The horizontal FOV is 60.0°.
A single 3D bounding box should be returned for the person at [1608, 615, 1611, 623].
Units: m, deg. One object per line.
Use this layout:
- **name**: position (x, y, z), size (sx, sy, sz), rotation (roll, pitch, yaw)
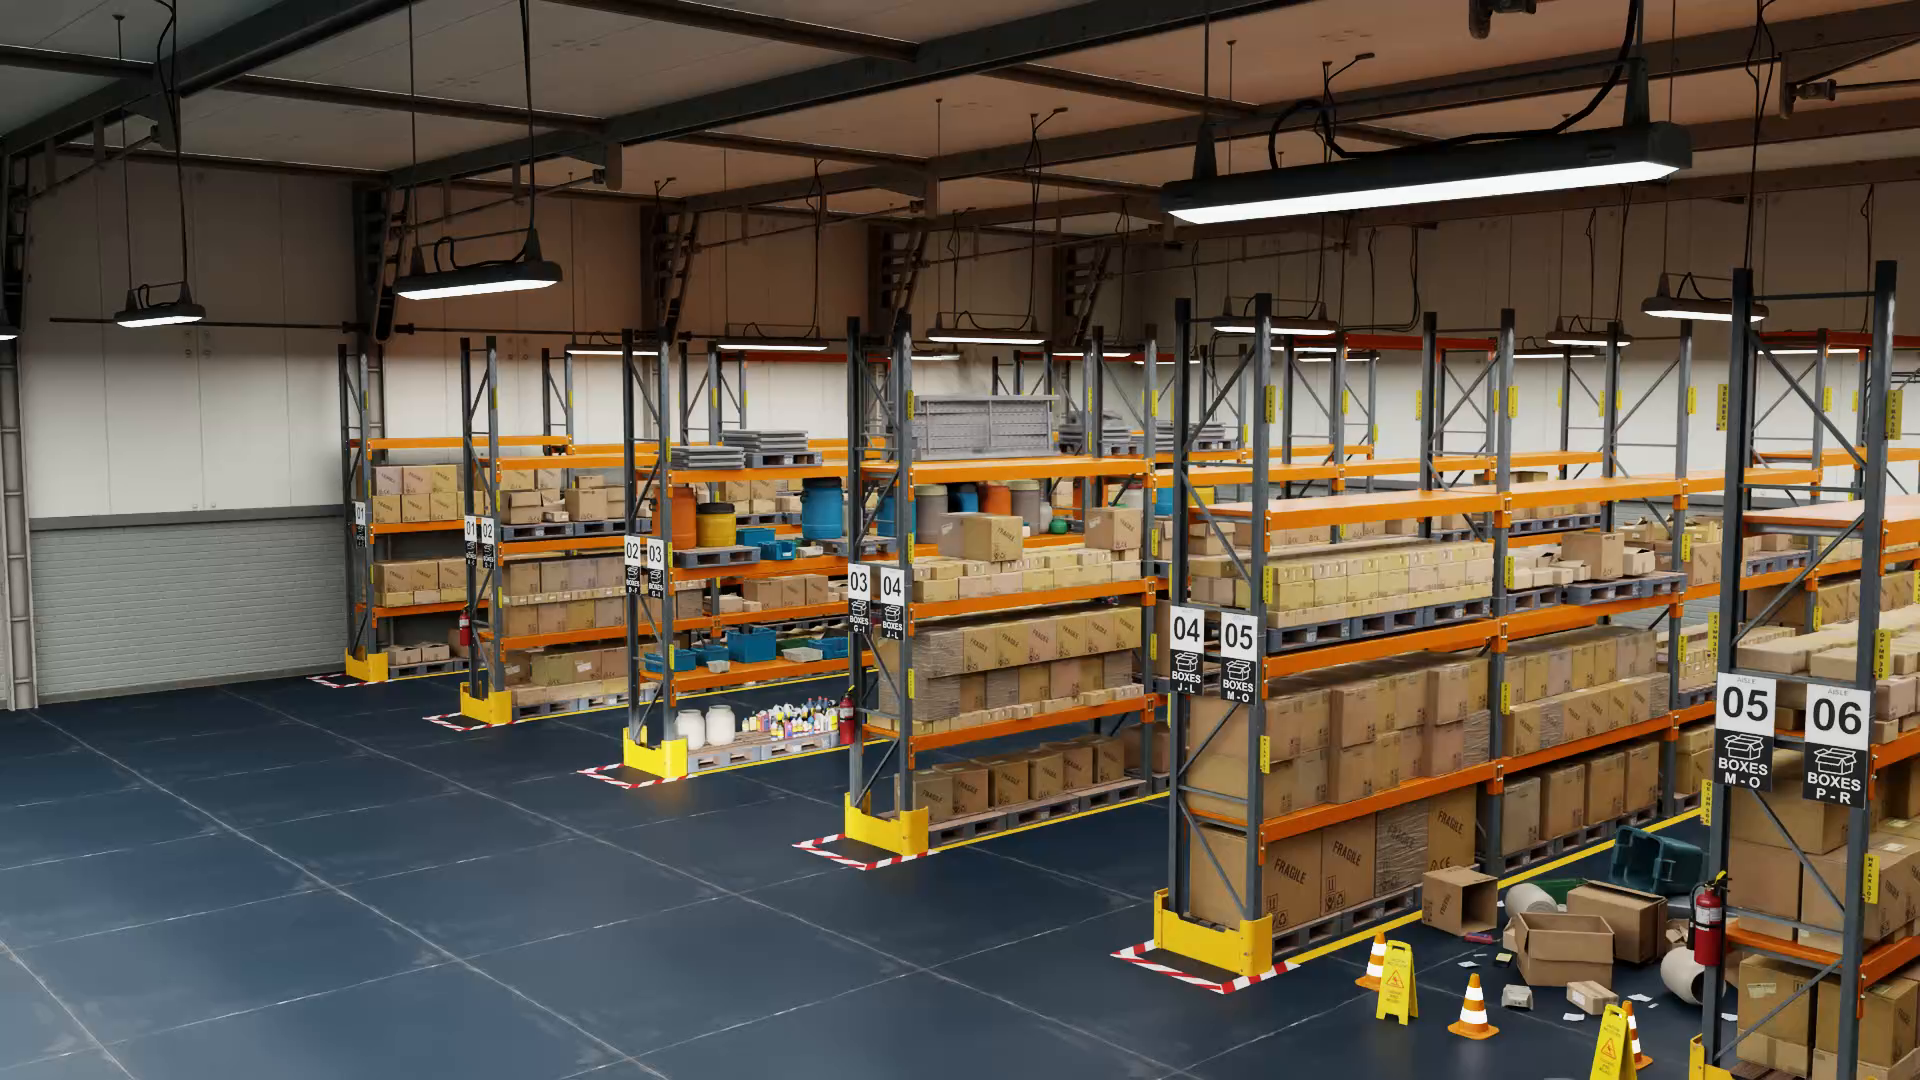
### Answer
- **person**: position (10.239, 1.951, 26.374), size (0.683, 1.727, 0.770), rotation (4, 7, 40)
